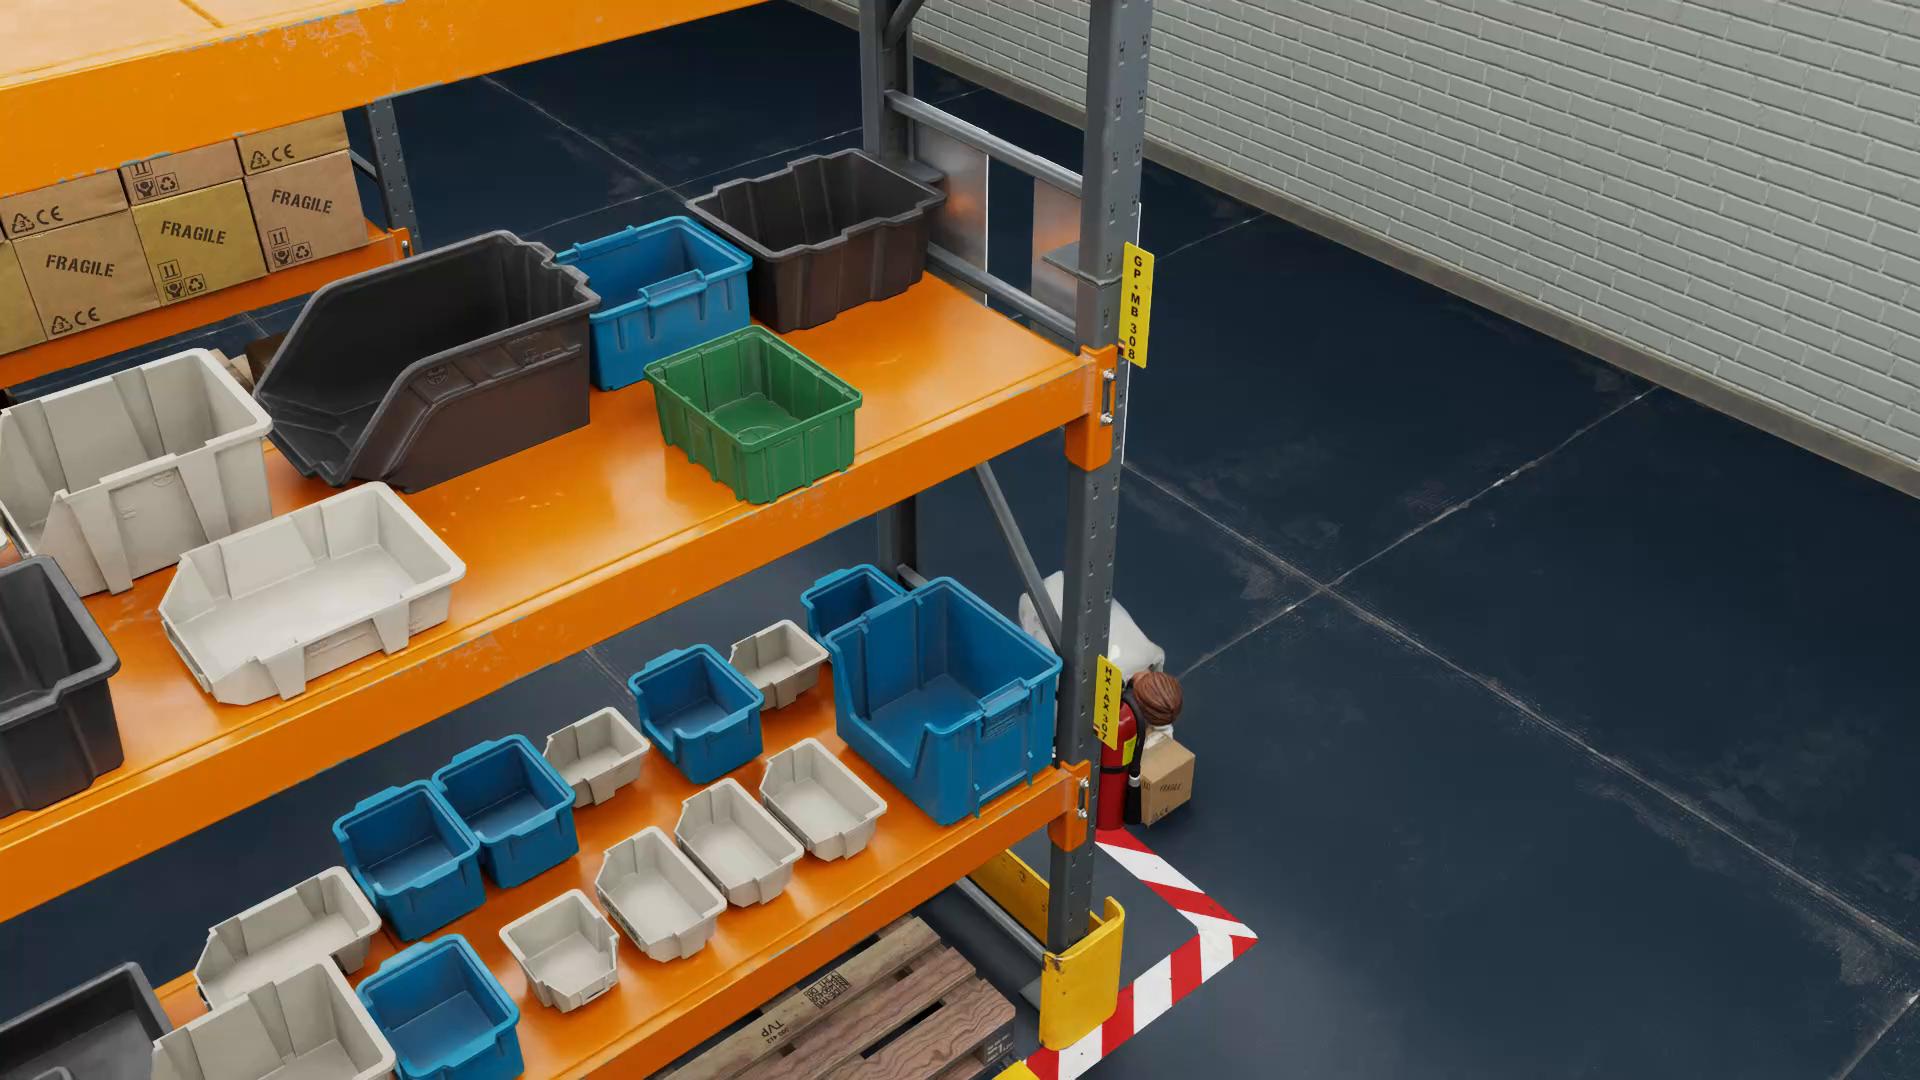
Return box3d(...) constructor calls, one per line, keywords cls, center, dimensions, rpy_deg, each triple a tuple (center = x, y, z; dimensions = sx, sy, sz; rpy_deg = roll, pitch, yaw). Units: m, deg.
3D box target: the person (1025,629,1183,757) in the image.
box3d(cls="person", center=(0.605, 0.627, 6.942), dimensions=(0.431, 0.753, 0.826), rpy_deg=(-25, 43, -30))
